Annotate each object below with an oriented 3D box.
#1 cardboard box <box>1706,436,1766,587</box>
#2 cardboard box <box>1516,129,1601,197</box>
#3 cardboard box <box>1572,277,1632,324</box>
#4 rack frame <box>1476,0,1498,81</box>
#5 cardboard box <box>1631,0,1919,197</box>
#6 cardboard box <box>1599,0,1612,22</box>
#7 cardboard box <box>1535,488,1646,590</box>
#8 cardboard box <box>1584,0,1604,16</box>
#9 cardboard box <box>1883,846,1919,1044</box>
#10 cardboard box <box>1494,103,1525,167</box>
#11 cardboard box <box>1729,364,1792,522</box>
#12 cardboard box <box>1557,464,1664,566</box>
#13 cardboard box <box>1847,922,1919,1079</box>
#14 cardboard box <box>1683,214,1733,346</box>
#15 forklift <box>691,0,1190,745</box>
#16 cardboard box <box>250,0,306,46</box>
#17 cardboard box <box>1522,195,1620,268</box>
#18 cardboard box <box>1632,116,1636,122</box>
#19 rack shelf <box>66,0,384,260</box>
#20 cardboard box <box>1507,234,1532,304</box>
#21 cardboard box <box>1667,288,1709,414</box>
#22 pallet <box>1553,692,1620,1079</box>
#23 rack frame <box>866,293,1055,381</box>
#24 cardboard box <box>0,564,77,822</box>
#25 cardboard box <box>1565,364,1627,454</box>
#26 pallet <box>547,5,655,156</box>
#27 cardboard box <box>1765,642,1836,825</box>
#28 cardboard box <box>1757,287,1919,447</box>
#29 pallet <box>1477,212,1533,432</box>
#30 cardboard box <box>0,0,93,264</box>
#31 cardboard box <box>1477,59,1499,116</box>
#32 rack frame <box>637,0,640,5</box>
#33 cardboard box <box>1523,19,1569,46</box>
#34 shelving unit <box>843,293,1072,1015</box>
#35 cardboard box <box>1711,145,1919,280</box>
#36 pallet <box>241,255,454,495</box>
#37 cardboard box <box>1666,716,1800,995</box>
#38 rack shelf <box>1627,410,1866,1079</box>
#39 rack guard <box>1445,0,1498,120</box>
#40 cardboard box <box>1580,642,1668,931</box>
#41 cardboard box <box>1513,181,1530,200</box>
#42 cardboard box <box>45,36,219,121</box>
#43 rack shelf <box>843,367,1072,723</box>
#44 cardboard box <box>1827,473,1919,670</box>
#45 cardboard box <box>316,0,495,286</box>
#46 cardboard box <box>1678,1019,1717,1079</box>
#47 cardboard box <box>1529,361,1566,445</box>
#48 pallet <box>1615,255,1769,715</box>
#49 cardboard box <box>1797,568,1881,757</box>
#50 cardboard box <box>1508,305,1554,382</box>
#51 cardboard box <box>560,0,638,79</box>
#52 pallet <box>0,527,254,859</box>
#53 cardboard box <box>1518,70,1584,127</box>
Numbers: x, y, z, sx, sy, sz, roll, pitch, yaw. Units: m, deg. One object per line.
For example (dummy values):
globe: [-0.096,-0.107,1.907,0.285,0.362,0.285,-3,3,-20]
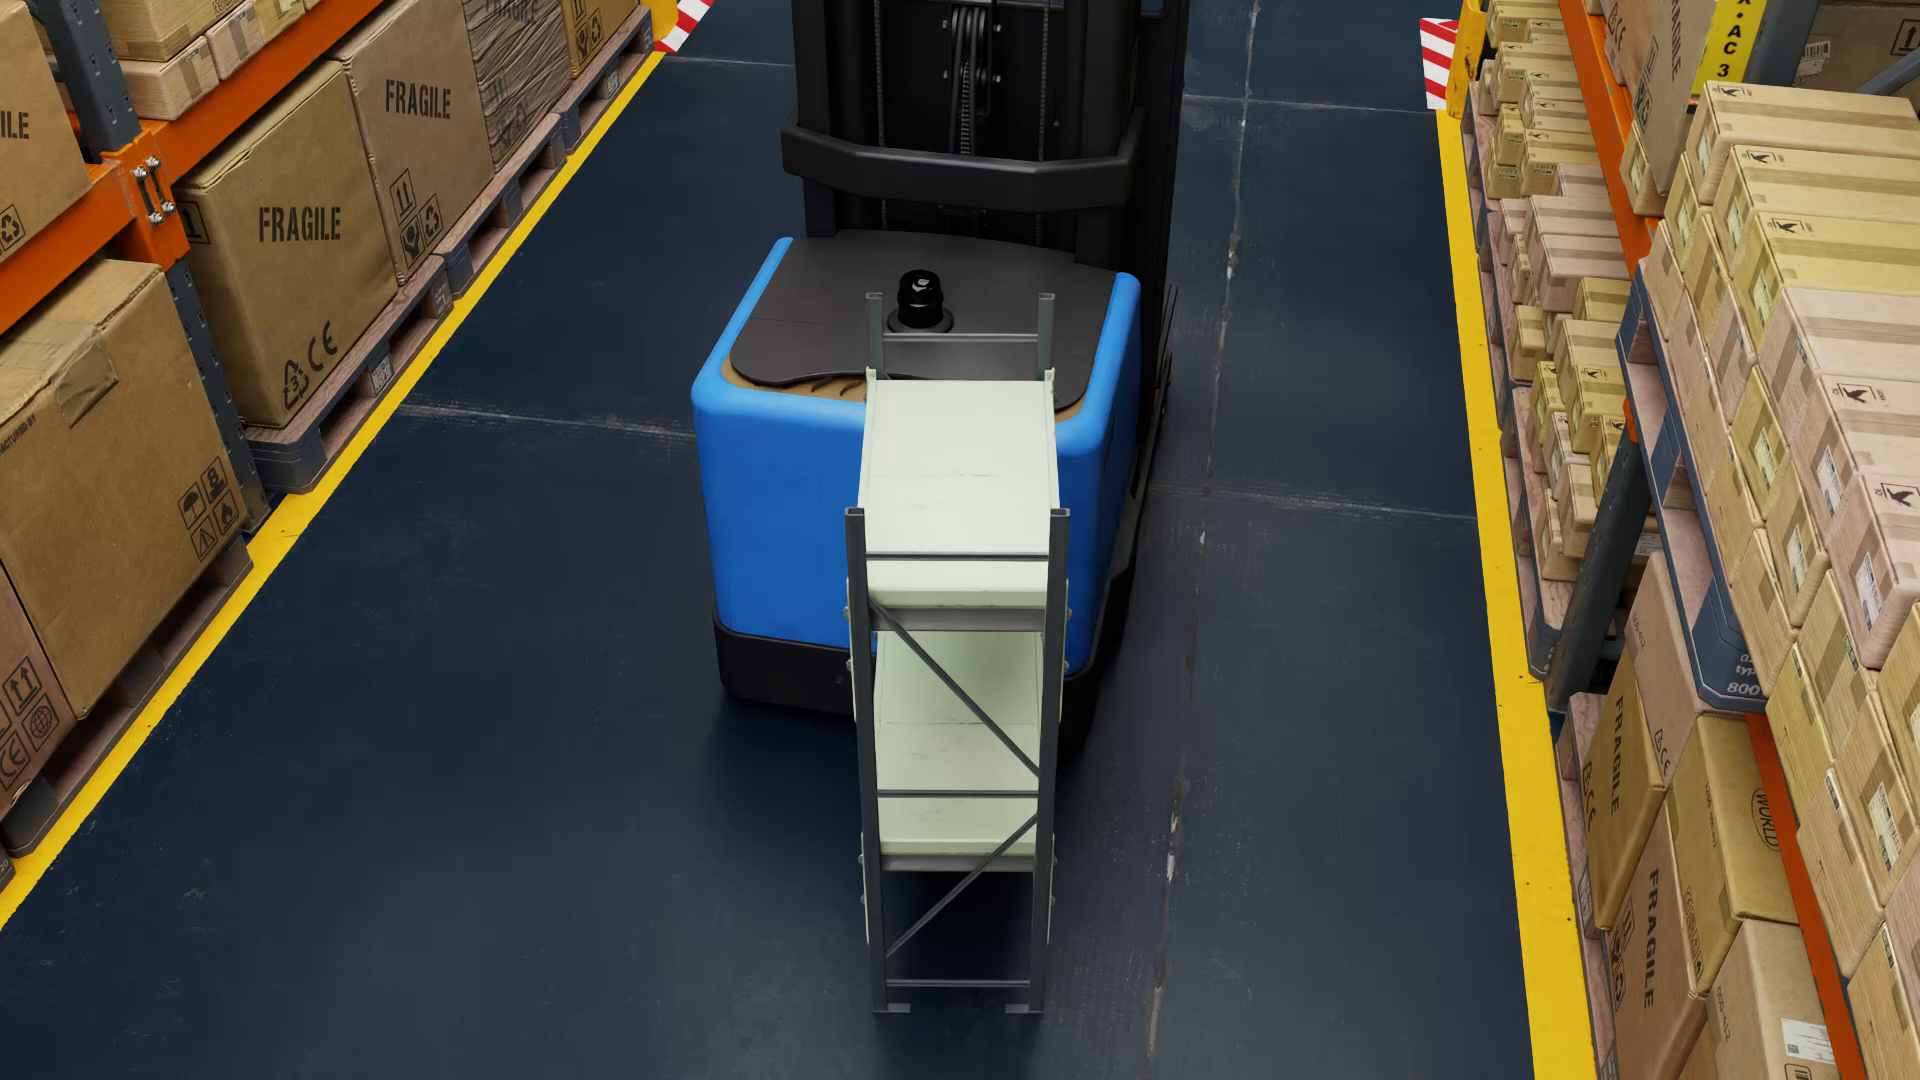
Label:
cardboard box: [1.493,-0.031,2.801,0.380,0.149,0.250,7,40,8]
cardboard box: [2.207,-1.335,5.951,0.380,0.149,0.250,7,40,8]
cardboard box: [2.116,-0.672,5.149,0.380,0.149,0.250,8,40,9]
rack frame: [2.840,-3.162,6.720,1.000,3.000,0.127,6,40,8]
cardboard box: [1.954,-1.139,3.962,0.500,0.500,0.500,6,40,8]
cardboard box: [2.132,-1.777,4.733,0.500,0.500,0.500,6,40,7]
cardboard box: [1.881,0.002,4.801,0.380,0.149,0.250,7,40,8]
cardboard box: [2.167,-1.749,5.208,0.380,0.149,0.250,7,40,9]
cardboard box: [1.314,0.509,1.914,0.380,0.149,0.250,7,40,9]
cardboard box: [2.288,-1.561,6.458,0.380,0.149,0.250,8,40,9]
cardboard box: [1.496,-0.146,2.707,0.380,0.149,0.250,5,40,6]
cardboard box: [1.890,-0.062,4.645,0.380,0.149,0.250,7,40,9]
cardboard box: [1.316,0.629,2.002,0.380,0.149,0.250,8,40,9]
cardboard box: [1.584,-0.472,3.100,0.380,0.149,0.250,6,40,7]
forklift: [0.129,-1.523,4.791,1.130,2.935,3.031,8,40,9]
cardboard box: [-2.250,-1.644,5.082,0.380,0.149,0.250,8,40,9]
cardboard box: [2.107,-1.022,5.573,0.380,0.149,0.250,5,40,6]
cardboard box: [2.010,-1.094,4.417,0.380,0.149,0.250,8,40,9]
rack shelf: [-2.373,-2.240,6.169,1.077,0.370,4.000,6,40,8]
cardboard box: [2.180,-0.959,5.964,0.380,0.149,0.250,6,40,8]
cardboard box: [1.585,-0.345,3.181,0.380,0.149,0.250,7,40,8]
pallet: [2.015,0.912,3.981,1.003,0.211,1.213,6,40,8]
rack frame: [0.001,0.061,3.999,0.400,1.500,0.023,0,40,0]
cardboard box: [-2.964,0.360,3.798,1.225,0.875,0.875,5,40,6]
cardboard box: [1.959,-0.360,4.773,0.380,0.149,0.250,7,40,8]
pallet: [-2.088,-2.187,7.729,1.003,0.211,1.213,6,40,8]
cardboard box: [1.406,0.300,2.400,0.380,0.149,0.250,6,40,7]
cardboard box: [1.492,-0.256,2.607,0.380,0.149,0.250,6,40,7]
pallet: [2.438,-0.770,6.015,1.003,0.211,1.213,6,40,8]
cardboard box: [-2.531,-0.977,3.999,0.500,0.500,0.500,7,40,8]
cardboard box: [2.435,-1.931,7.140,0.380,0.149,0.250,7,40,9]
rack frame: [-2.027,-3.772,7.458,1.000,3.000,0.127,6,40,8]
cardboard box: [2.486,-1.976,6.727,0.380,0.149,0.250,7,40,8]
shelving unit: [-0.002,0.294,3.717,0.431,1.500,0.755,0,40,0]
cardboard box: [1.585,-0.573,2.990,0.380,0.149,0.250,7,40,9]
pallet: [-2.511,-0.655,5.877,1.003,0.211,1.213,6,40,8]
cardboard box: [1.671,0.630,3.177,0.500,0.250,0.500,7,40,9]
rack shelf: [1.802,0.881,2.395,1.077,0.370,4.000,6,40,8]
rack guard: [2.827,-2.151,7.459,1.175,0.500,0.348,6,40,8]
cardboard box: [1.759,0.585,3.821,0.500,0.500,0.500,8,40,9]
cardboard box: [2.331,-1.282,6.355,0.380,0.149,0.250,6,40,8]
cardboard box: [-2.341,-1.314,4.682,0.380,0.149,0.250,6,40,8]
rack shelf: [-0.002,-0.007,3.468,0.431,0.370,0.720,0,40,0]
cardboard box: [1.404,0.062,2.221,0.380,0.149,0.250,8,40,9]
cardboard box: [-2.371,-1.575,6.139,0.875,0.875,0.875,6,40,8]
cardboard box: [1.592,1.247,3.020,0.500,0.500,0.500,7,40,8]
cardboard box: [1.953,-0.403,5.058,0.380,0.149,0.250,5,40,6]
pallet: [1.873,-0.114,3.184,1.003,0.211,1.213,6,40,8]
cardboard box: [1.405,0.190,2.301,0.380,0.149,0.250,6,40,7]
cardboard box: [2.060,-0.648,5.587,0.380,0.149,0.250,6,40,8]
cardboard box: [-2.059,-2.704,7.505,0.875,0.875,0.875,6,40,8]
pallet: [-2.779,0.306,4.715,1.003,0.211,1.213,6,40,8]
cardboard box: [2.355,-1.668,6.354,0.380,0.149,0.250,5,40,5]
